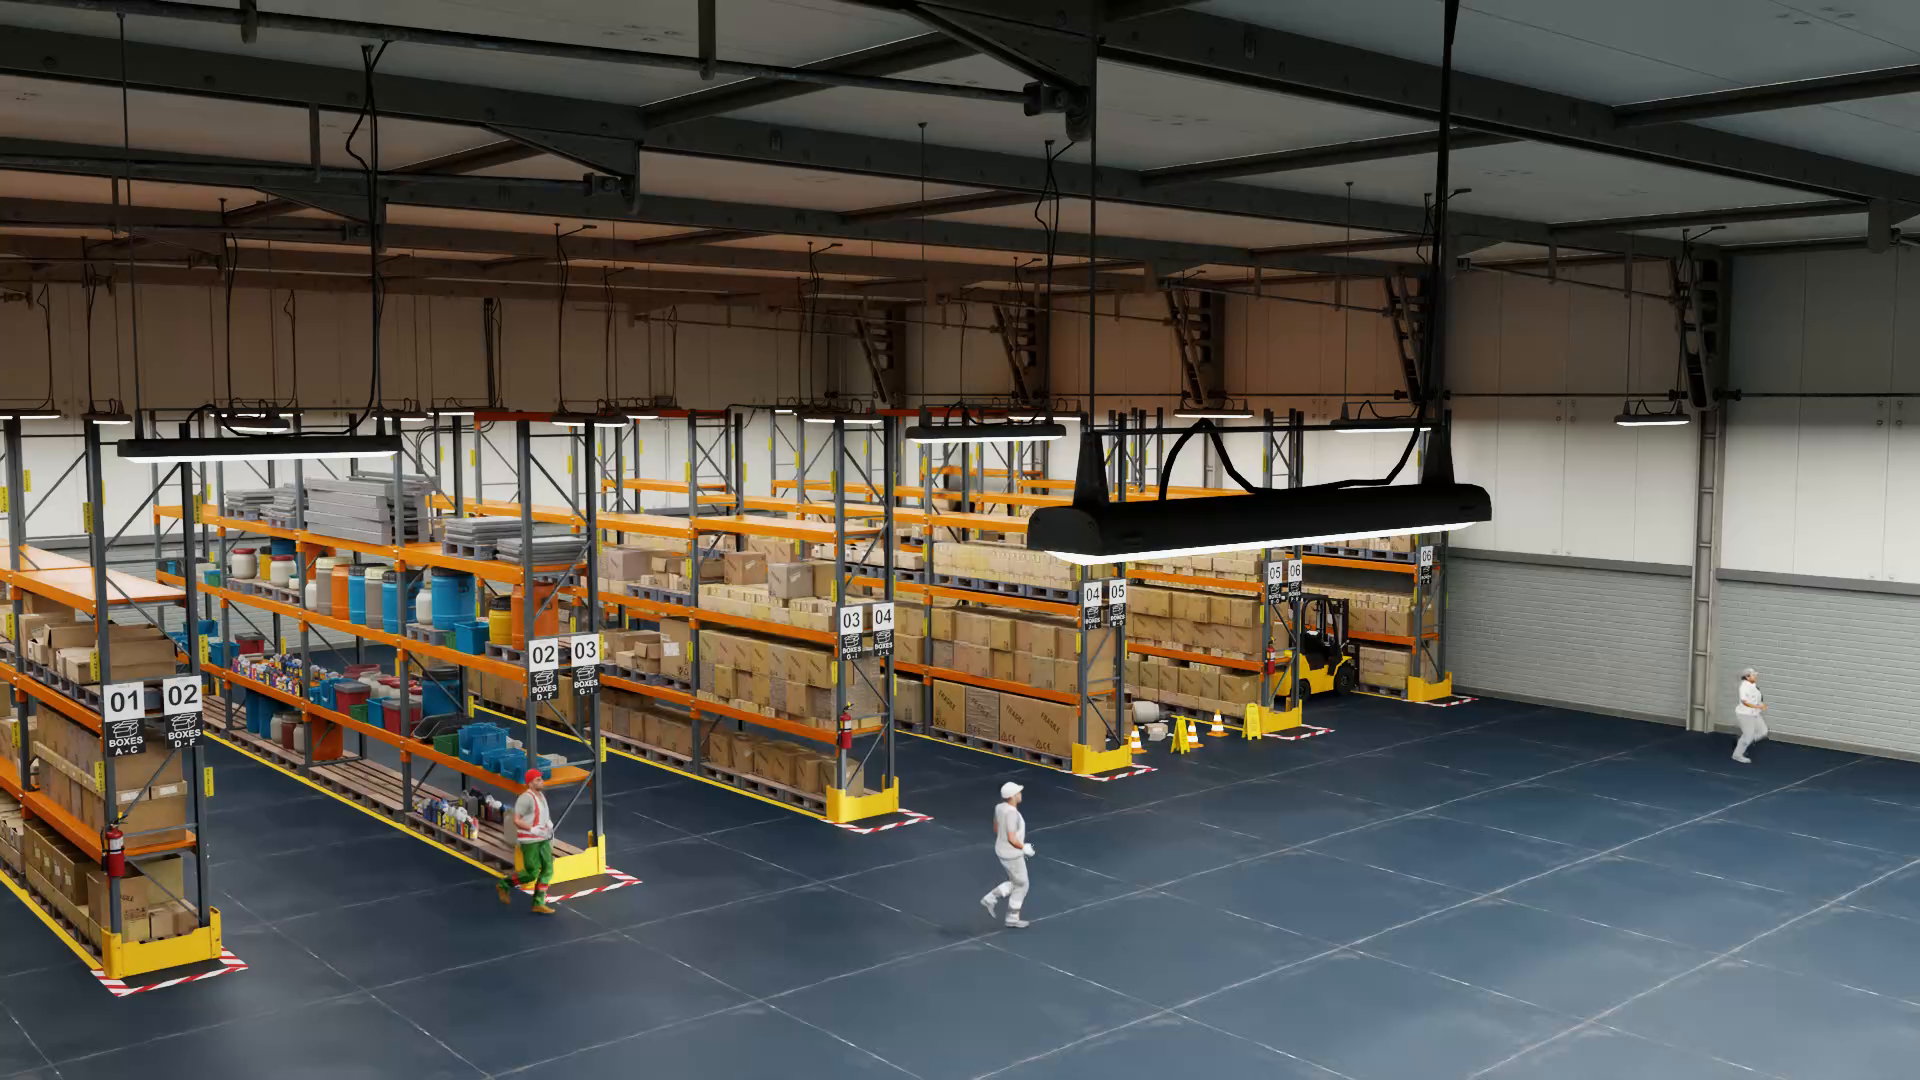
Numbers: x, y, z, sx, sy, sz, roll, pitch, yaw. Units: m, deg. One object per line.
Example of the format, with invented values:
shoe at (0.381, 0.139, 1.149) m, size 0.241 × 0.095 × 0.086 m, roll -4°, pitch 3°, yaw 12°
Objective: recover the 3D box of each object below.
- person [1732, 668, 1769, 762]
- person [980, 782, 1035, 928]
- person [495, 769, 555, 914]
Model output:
person at (13.610, 3.009, 28.590) m, size 0.557 × 1.628 × 0.595 m, roll 4°, pitch 6°, yaw 39°
person at (0.554, 3.731, 19.659) m, size 0.596 × 1.751 × 0.666 m, roll -1°, pitch 5°, yaw -14°
person at (-5.267, 3.643, 20.386) m, size 0.679 × 1.691 × 0.676 m, roll 1°, pitch 5°, yaw 14°
